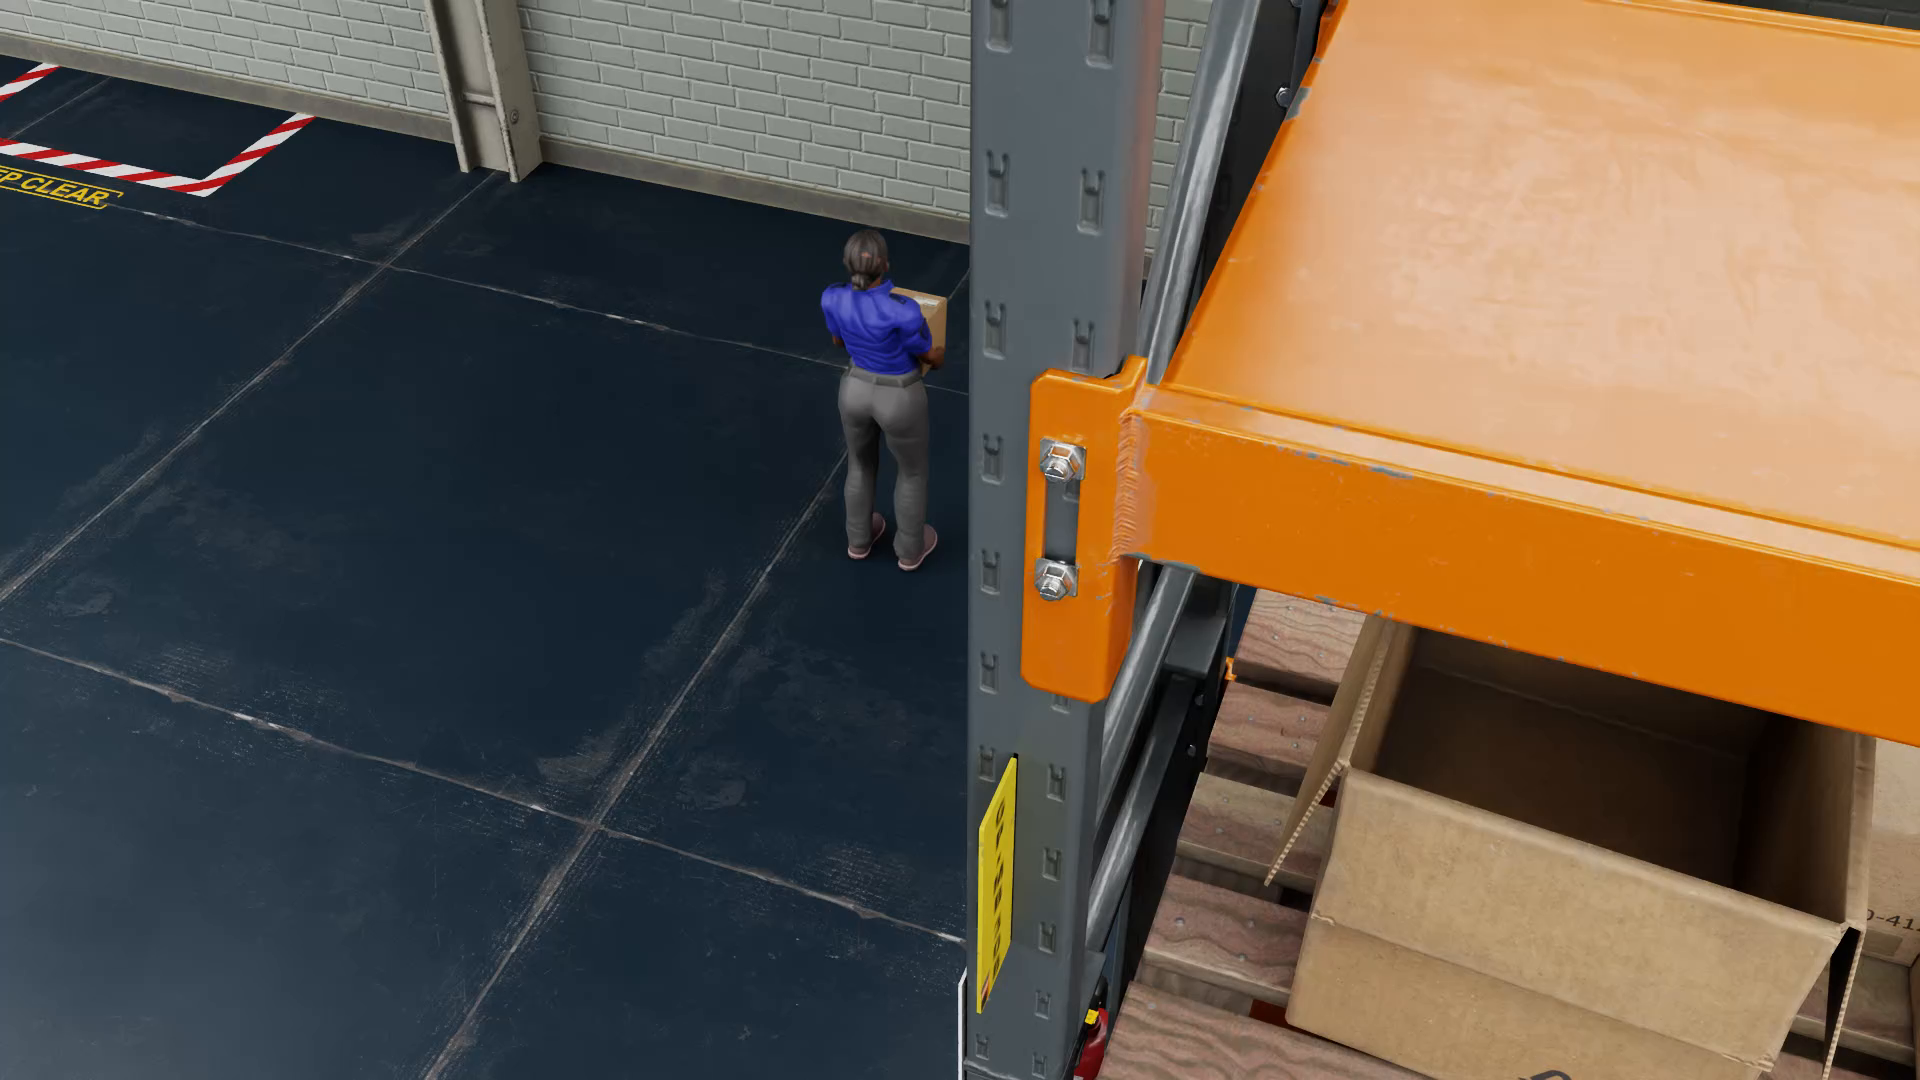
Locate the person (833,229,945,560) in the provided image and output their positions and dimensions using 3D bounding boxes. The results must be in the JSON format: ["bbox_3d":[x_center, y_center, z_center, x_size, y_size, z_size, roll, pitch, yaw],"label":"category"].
[{"bbox_3d":[-0.284,-0.643,6.837,0.444,1.575,0.517,14,44,16],"label":"person"}]
